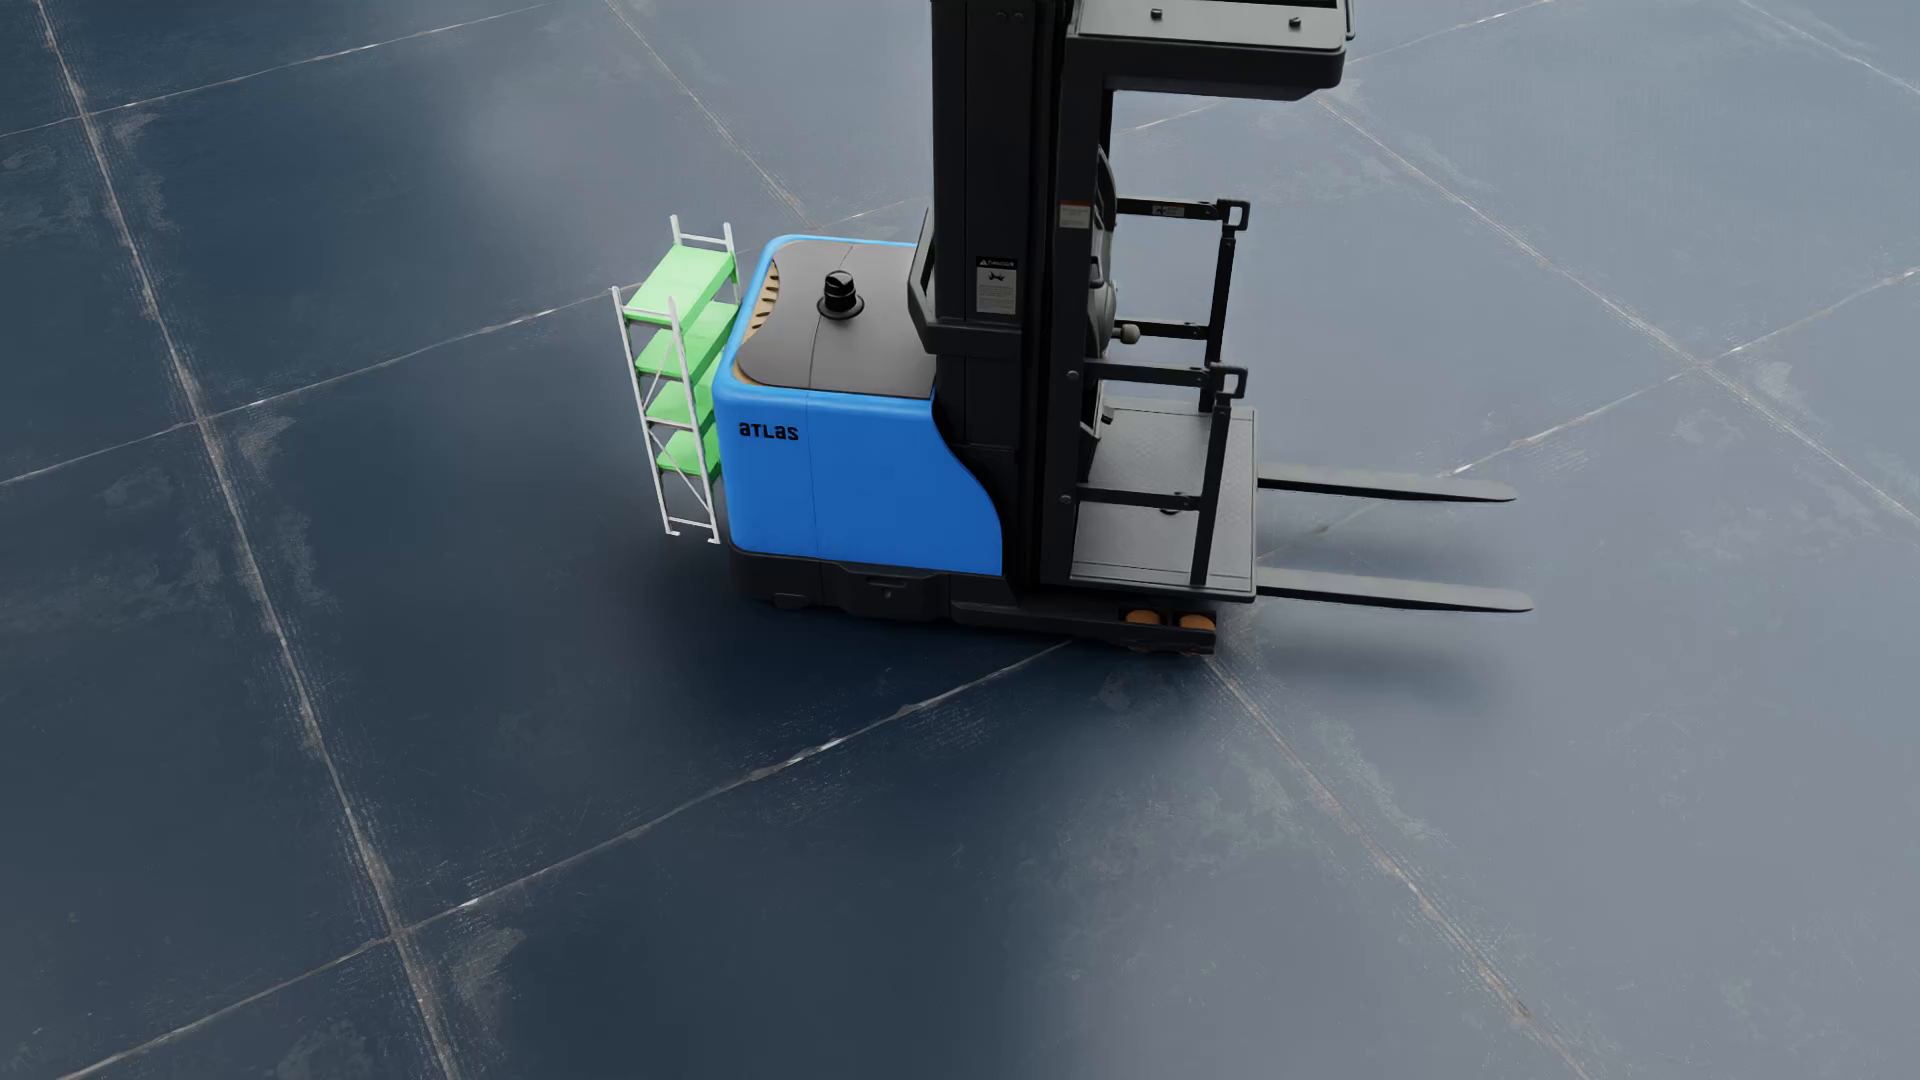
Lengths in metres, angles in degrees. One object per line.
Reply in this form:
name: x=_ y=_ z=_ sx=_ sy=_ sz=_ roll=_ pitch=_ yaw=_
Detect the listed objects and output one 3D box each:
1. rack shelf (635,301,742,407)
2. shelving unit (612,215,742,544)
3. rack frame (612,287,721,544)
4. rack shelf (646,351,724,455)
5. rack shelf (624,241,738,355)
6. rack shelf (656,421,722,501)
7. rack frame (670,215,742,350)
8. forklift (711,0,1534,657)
rack shelf: x=-1.038 y=-0.735 z=6.385 sx=0.258 sy=0.148 sz=0.480 roll=11 pitch=45 yaw=15
shelving unit: x=-1.030 y=-0.607 z=6.506 sx=0.258 sy=1.200 sz=0.503 roll=11 pitch=45 yaw=15
rack frame: x=-1.106 y=-0.446 z=6.339 sx=0.240 sy=1.200 sz=0.015 roll=11 pitch=45 yaw=15
rack shelf: x=-1.027 y=-0.561 z=6.549 sx=0.258 sy=0.148 sz=0.480 roll=11 pitch=45 yaw=15
rack shelf: x=-1.048 y=-0.909 z=6.220 sx=0.258 sy=0.148 sz=0.480 roll=11 pitch=45 yaw=15
rack shelf: x=-1.017 y=-0.386 z=6.714 sx=0.258 sy=0.148 sz=0.480 roll=11 pitch=45 yaw=15
rack frame: x=-0.954 y=-0.768 z=6.672 sx=0.240 sy=1.200 sz=0.015 roll=11 pitch=45 yaw=15
forklift: x=0.672 y=-1.006 z=5.682 sx=3.031 sy=2.935 sz=1.130 roll=5 pitch=44 yaw=5
